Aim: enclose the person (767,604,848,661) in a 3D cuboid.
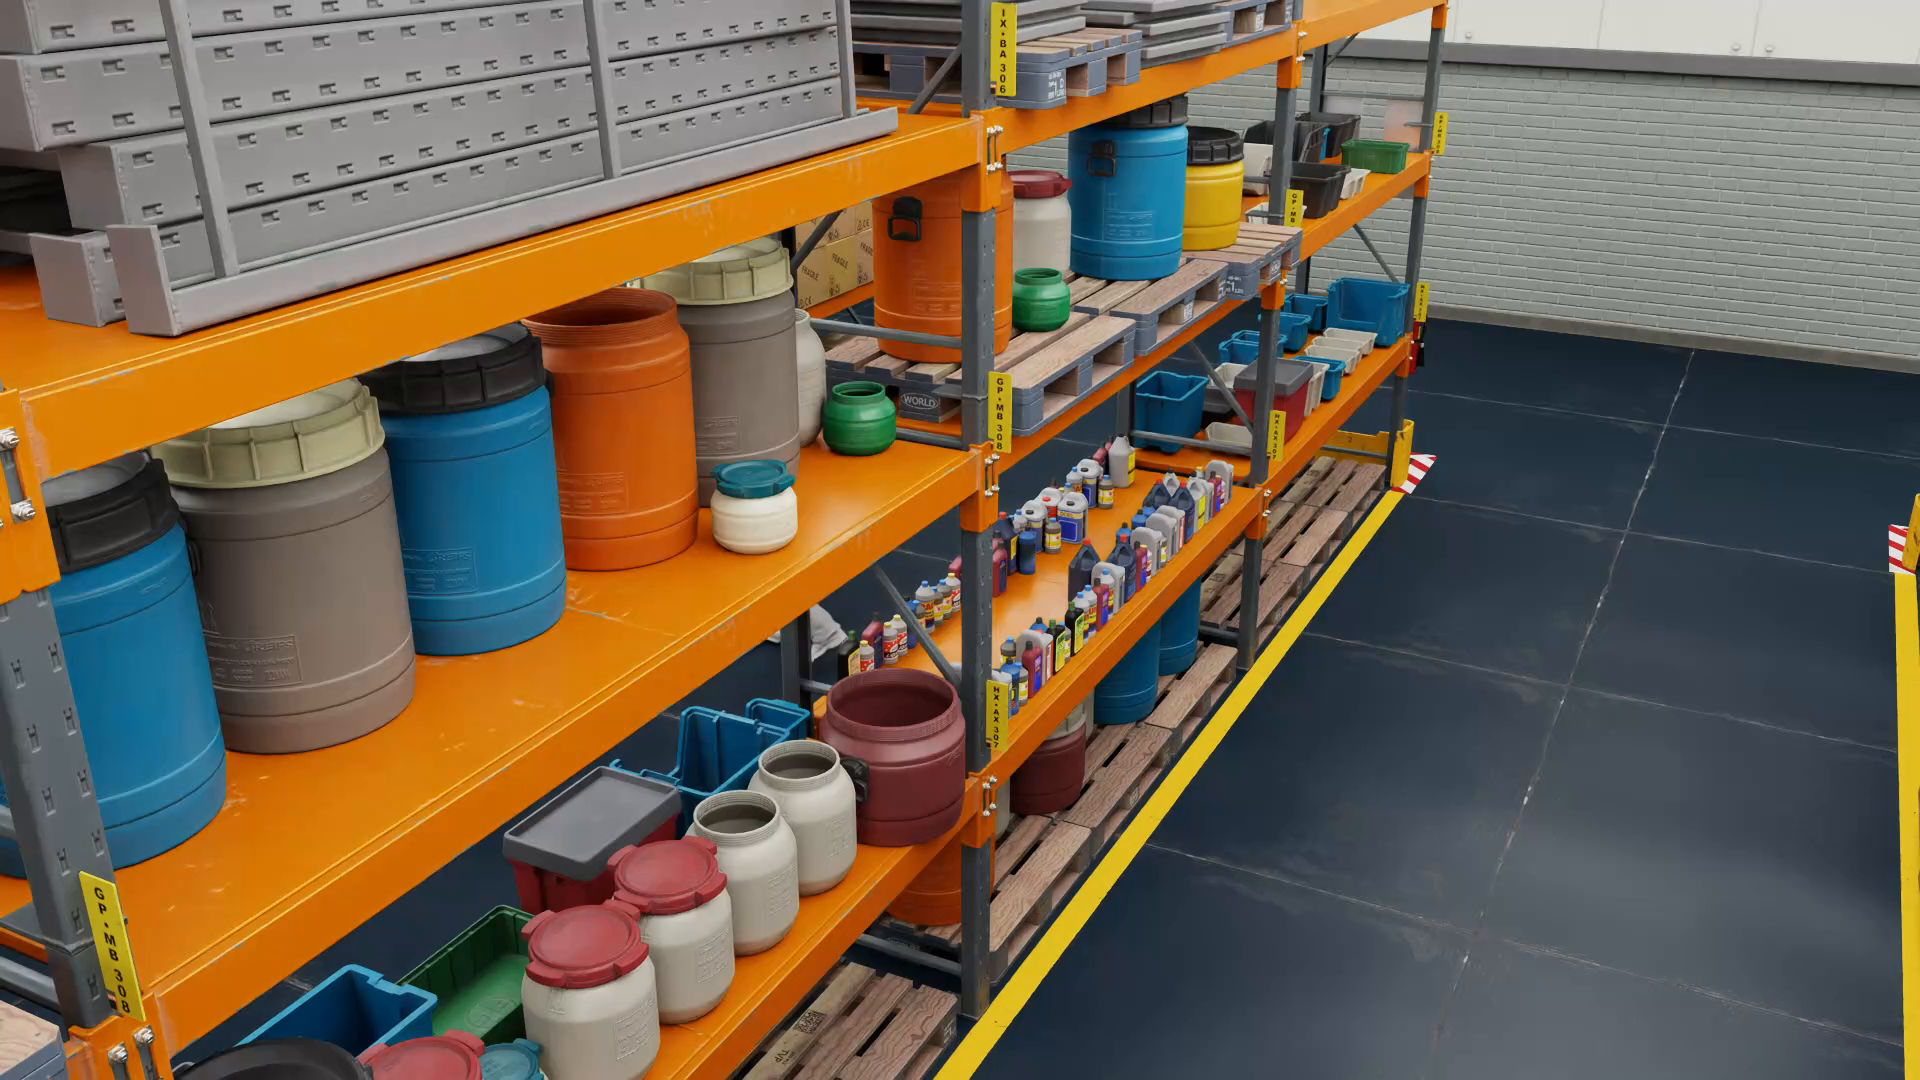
[{"bbox_3d":[-1.048,-0.053,10.863,0.764,1.766,0.626,8,24,20],"label":"person"}]
